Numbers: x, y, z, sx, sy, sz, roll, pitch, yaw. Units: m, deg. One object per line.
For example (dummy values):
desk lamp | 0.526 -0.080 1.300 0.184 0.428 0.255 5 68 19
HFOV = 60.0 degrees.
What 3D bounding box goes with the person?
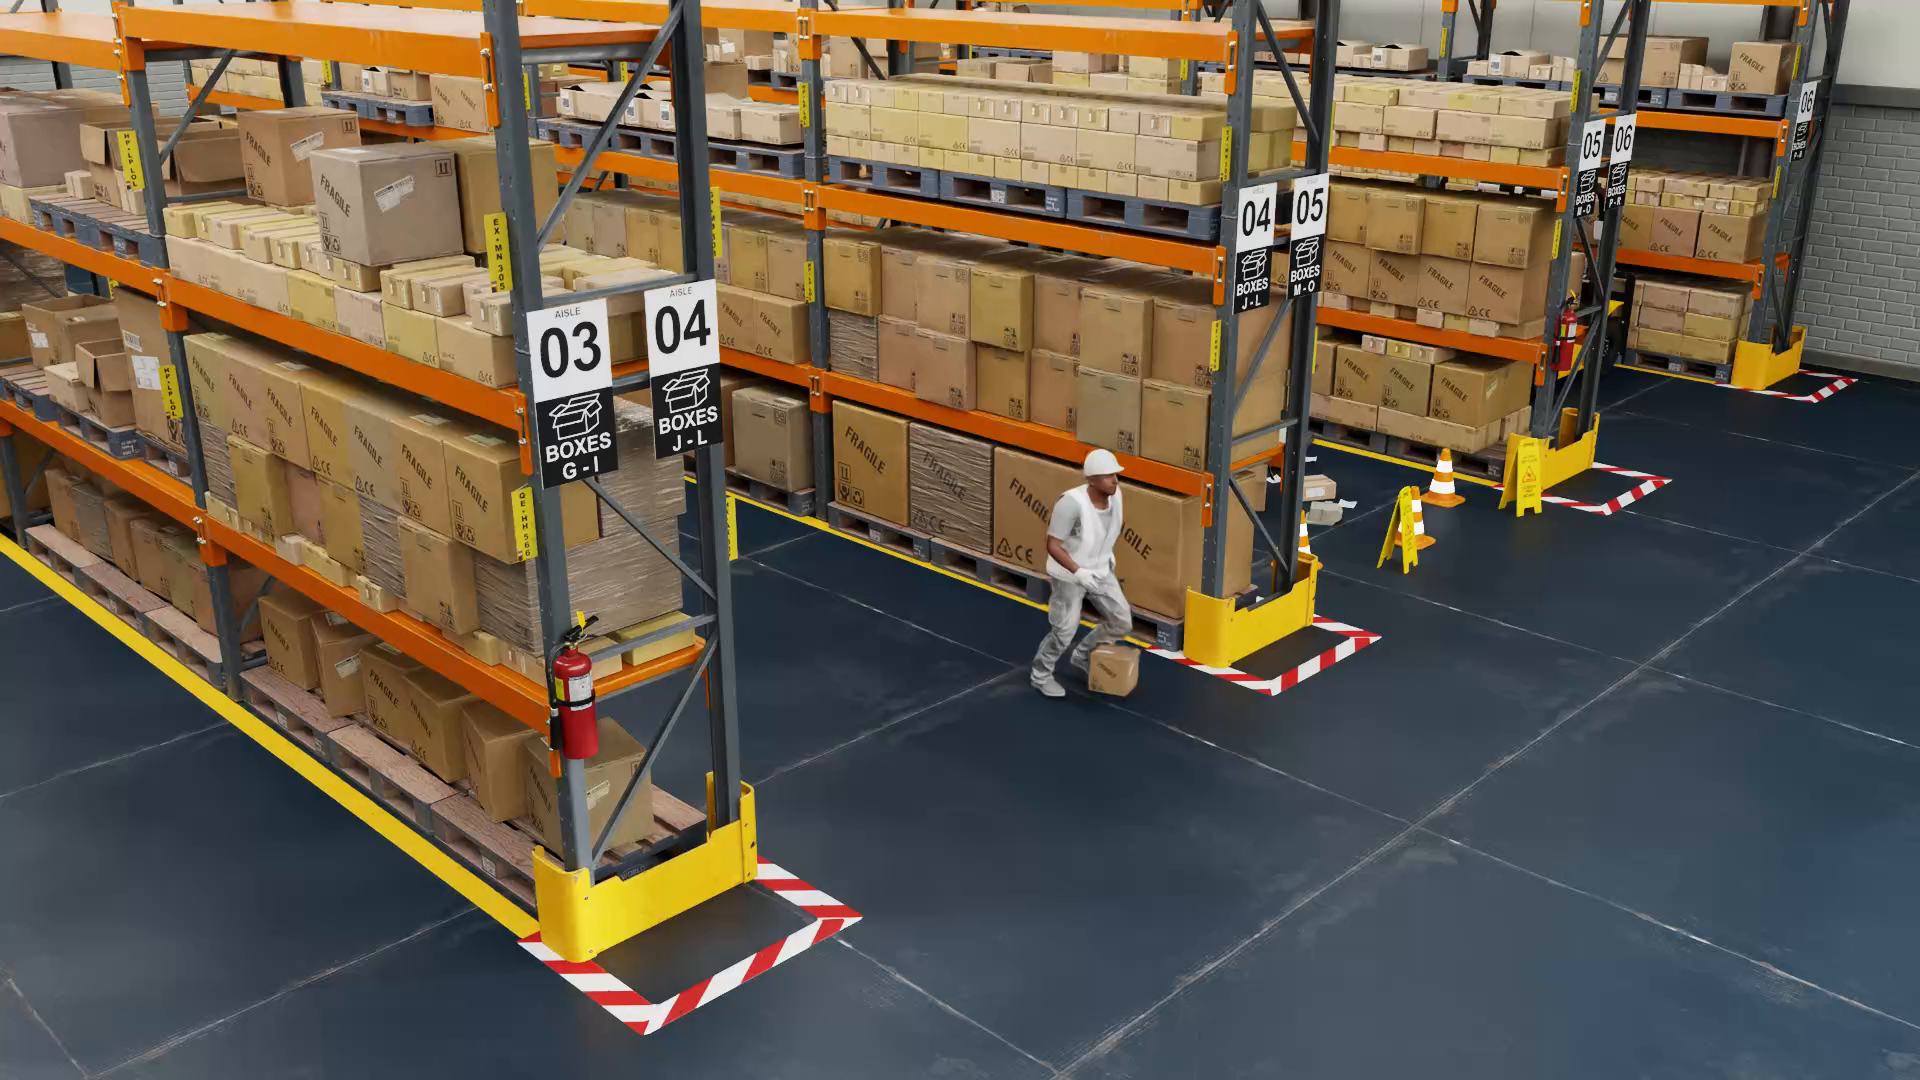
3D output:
person | 0.804 0.217 10.571 0.697 1.711 0.675 -17 26 -38
